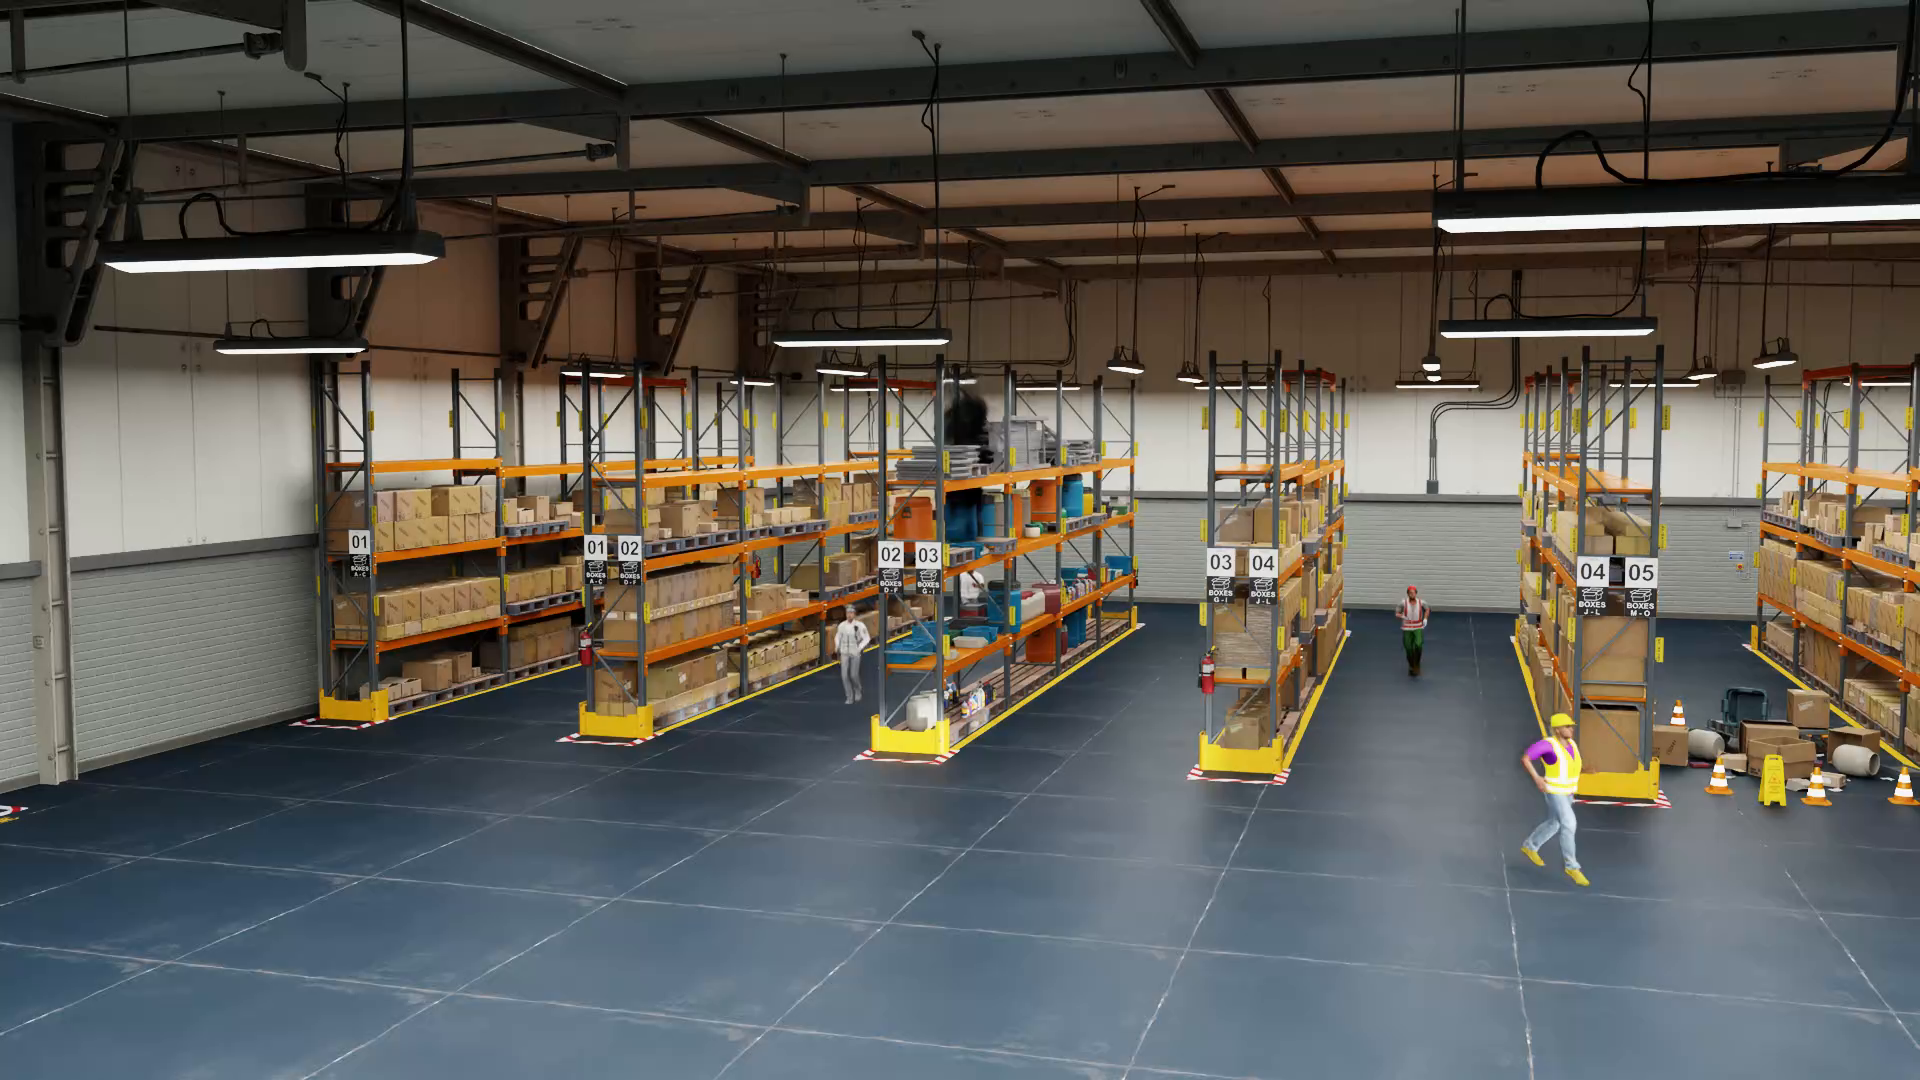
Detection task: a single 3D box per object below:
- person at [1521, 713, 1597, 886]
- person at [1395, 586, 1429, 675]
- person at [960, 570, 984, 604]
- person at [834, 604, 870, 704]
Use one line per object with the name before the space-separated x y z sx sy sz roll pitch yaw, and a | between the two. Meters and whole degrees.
person | 6.586 2.805 18.293 0.684 1.815 0.887 -4 5 -41
person | 8.906 1.775 32.765 0.643 1.760 0.734 1 4 15
person | 0.223 1.329 38.670 0.701 1.754 0.989 0 4 6
person | -1.831 1.901 27.740 0.612 1.660 0.495 1 4 13
